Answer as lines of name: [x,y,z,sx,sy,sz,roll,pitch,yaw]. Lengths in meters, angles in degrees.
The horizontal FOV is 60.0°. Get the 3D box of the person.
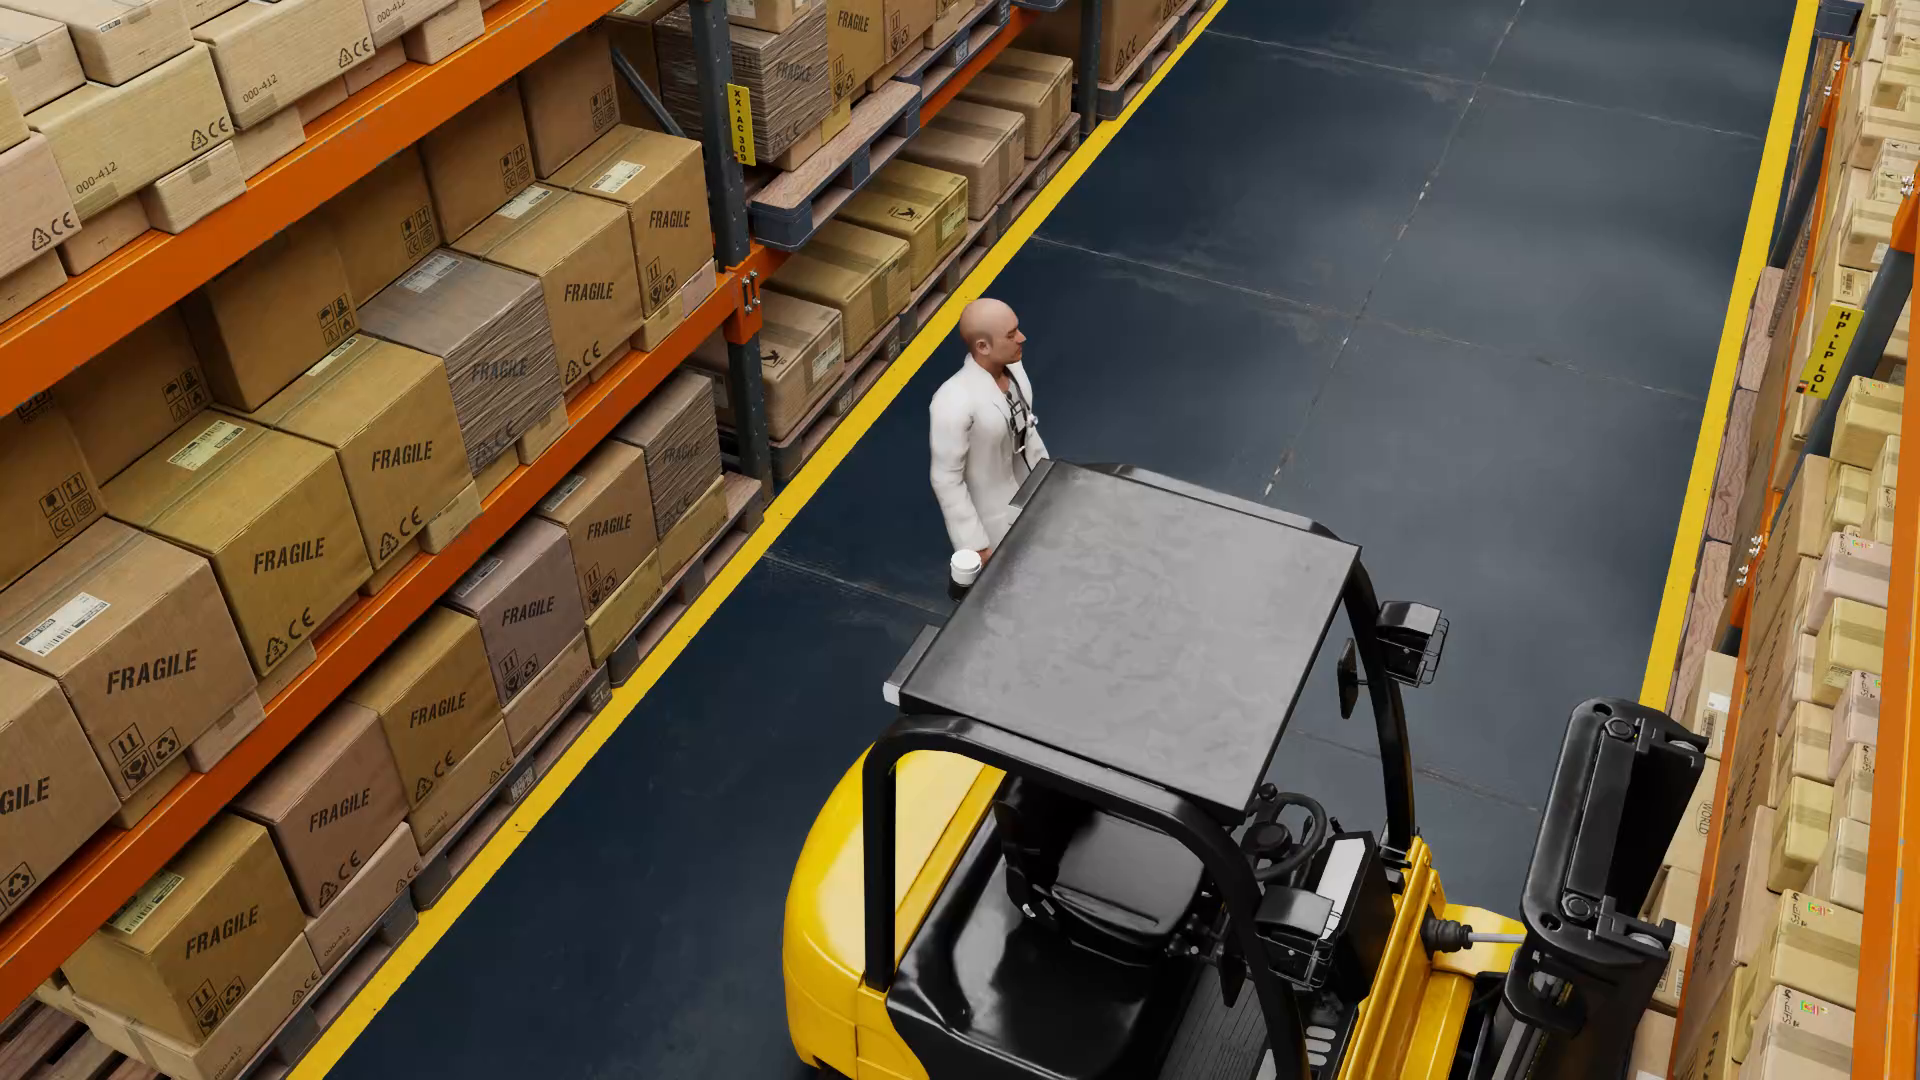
person: [0.227,-0.086,6.254,0.578,1.779,0.698,17,44,19]
